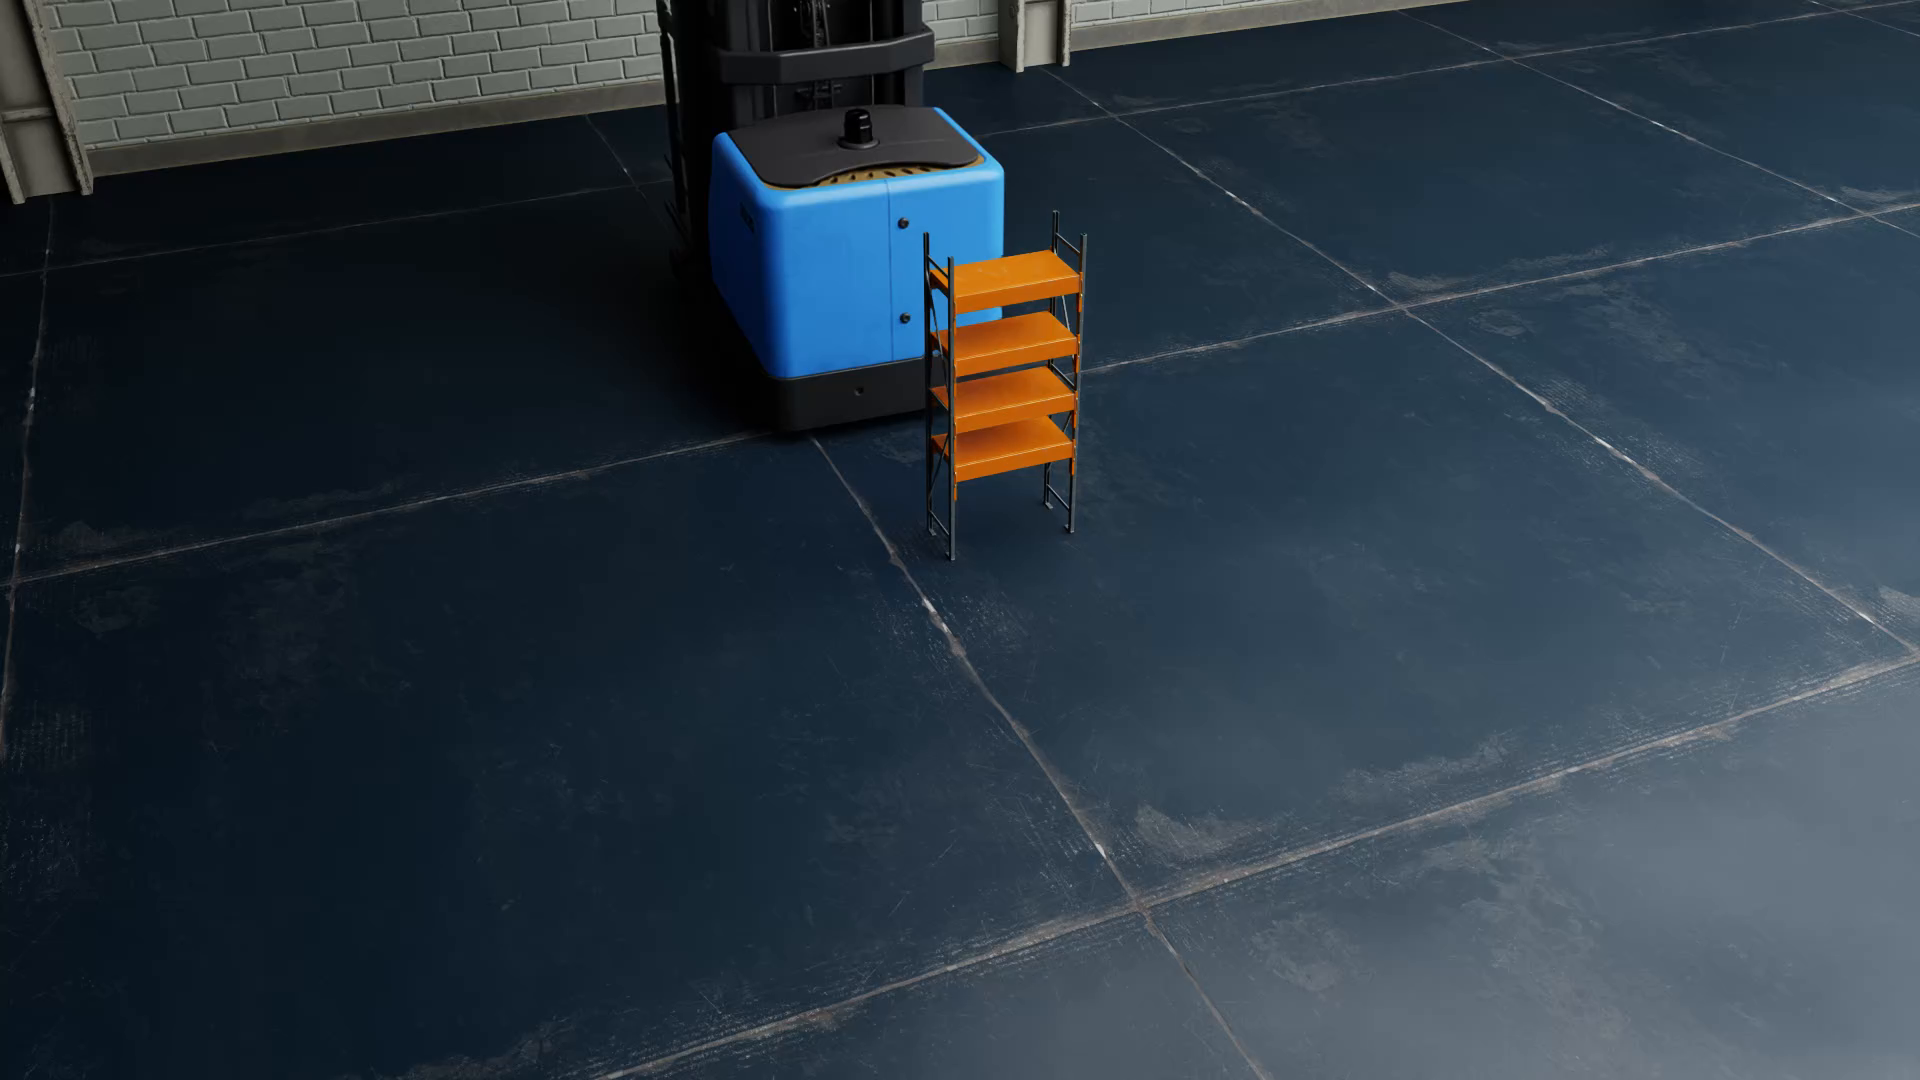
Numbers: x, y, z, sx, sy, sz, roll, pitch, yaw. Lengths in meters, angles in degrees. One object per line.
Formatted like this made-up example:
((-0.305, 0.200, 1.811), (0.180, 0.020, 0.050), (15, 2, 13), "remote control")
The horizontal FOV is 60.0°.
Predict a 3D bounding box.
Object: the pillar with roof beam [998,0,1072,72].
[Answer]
((2.161, -4.822, 5.410), (0.400, 9.000, 9.100), (-13, 35, -19), "pillar with roof beam")

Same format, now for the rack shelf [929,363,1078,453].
((0.153, -0.481, 6.013), (0.480, 0.148, 0.258), (-13, 35, -19), "rack shelf")

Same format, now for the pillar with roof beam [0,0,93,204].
((-3.371, -3.555, 3.463), (0.400, 9.000, 9.100), (-13, 35, -19), "pillar with roof beam")

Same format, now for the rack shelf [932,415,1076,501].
((0.153, -0.315, 6.121), (0.480, 0.148, 0.258), (-13, 35, -19), "rack shelf")

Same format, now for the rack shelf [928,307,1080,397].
((0.153, -0.669, 5.891), (0.480, 0.148, 0.258), (-13, 35, -19), "rack shelf")

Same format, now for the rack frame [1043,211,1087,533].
((0.378, -0.589, 6.056), (0.015, 1.200, 0.240), (-13, 35, -19), "rack frame")

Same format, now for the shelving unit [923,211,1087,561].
((0.153, -0.538, 5.976), (0.503, 1.200, 0.258), (-13, 35, -19), "shelving unit")

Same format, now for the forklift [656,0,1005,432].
((-0.788, -2.468, 7.356), (1.130, 2.935, 3.031), (-11, 35, -17), "forklift")

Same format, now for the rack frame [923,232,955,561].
((-0.072, -0.486, 5.897), (0.015, 1.200, 0.240), (-13, 35, -19), "rack frame")

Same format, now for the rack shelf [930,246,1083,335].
((0.153, -0.867, 5.762), (0.480, 0.148, 0.258), (-13, 35, -19), "rack shelf")
